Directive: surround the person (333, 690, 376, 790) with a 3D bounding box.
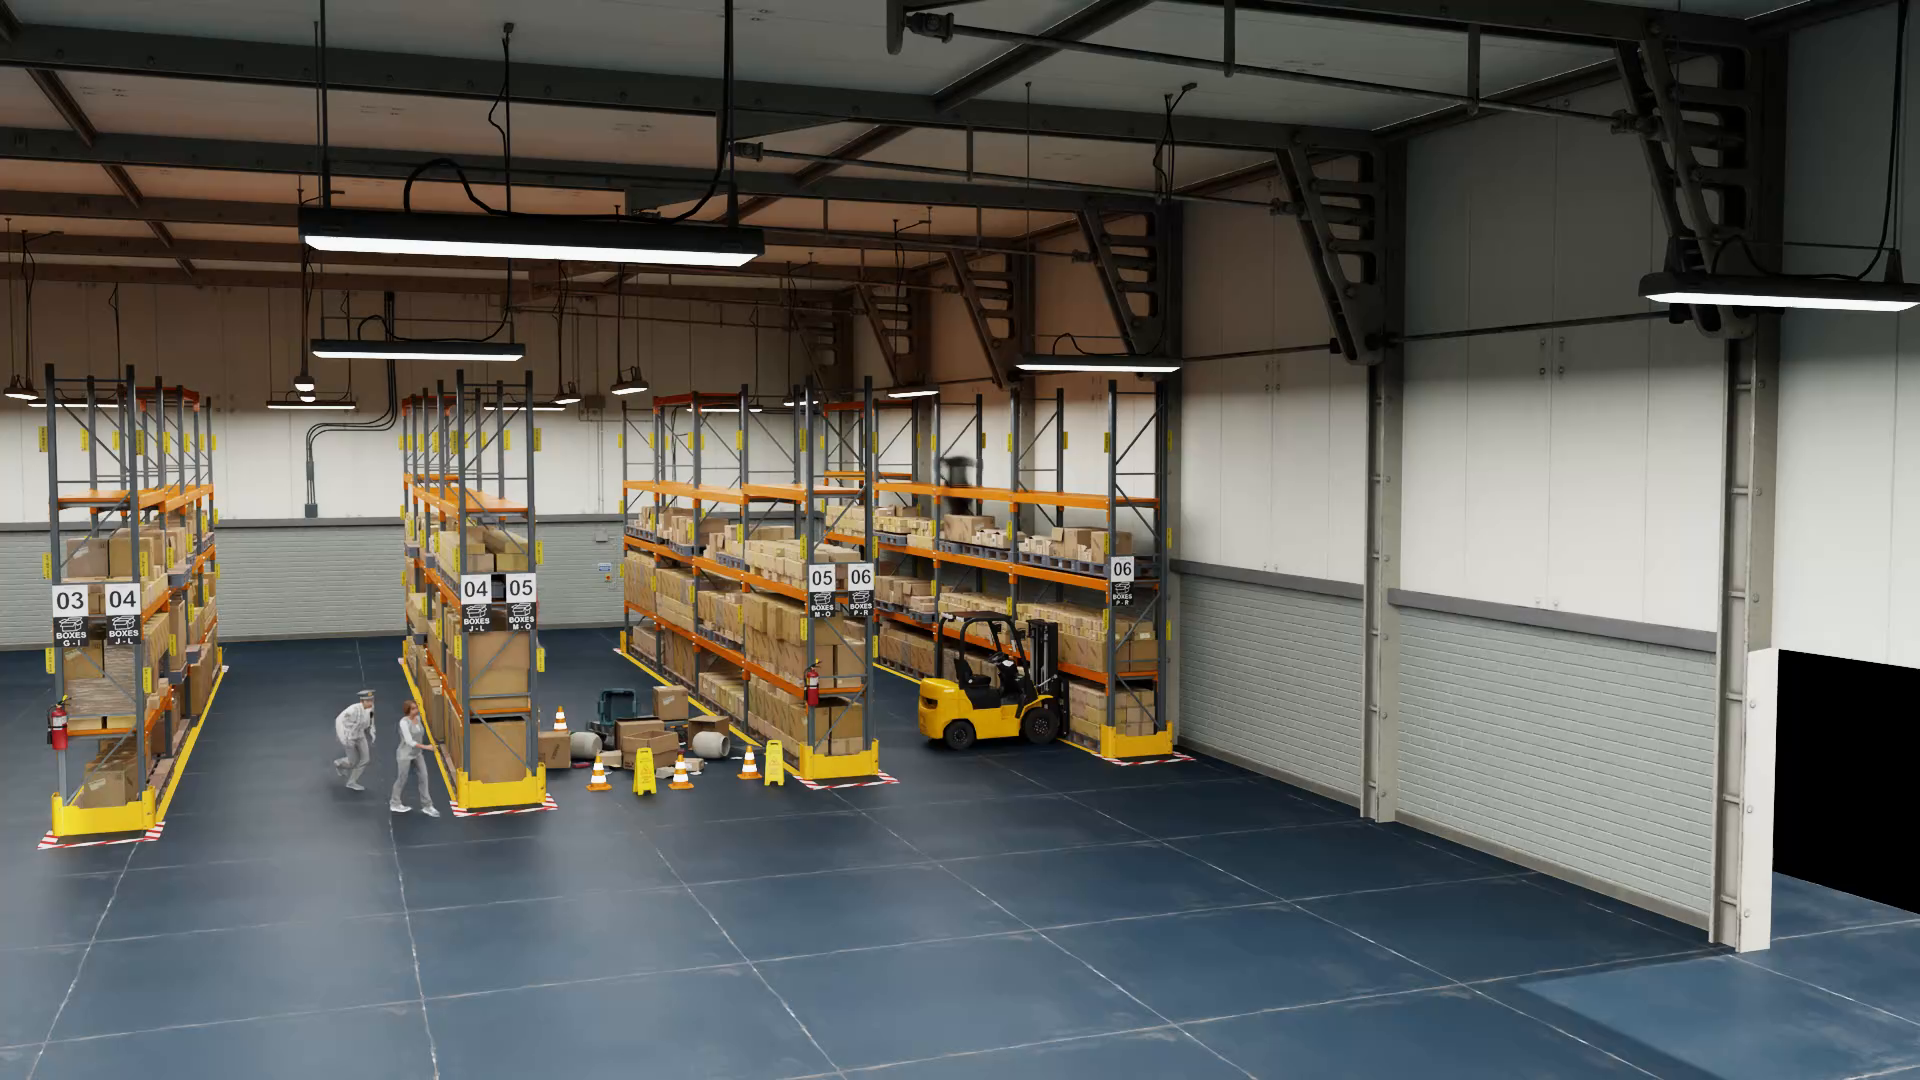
[{"bbox_3d":[-8.744,2.877,23.976,0.852,1.476,0.630,2,4,35],"label":"person"}]

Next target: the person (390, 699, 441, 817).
[{"bbox_3d":[-7.312,2.910,22.250,0.813,1.592,0.459,2,4,28],"label":"person"}]

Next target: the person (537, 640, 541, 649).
[{"bbox_3d":[-10.227,1.915,38.827,0.973,1.669,0.671,0,3,4],"label":"person"}]
